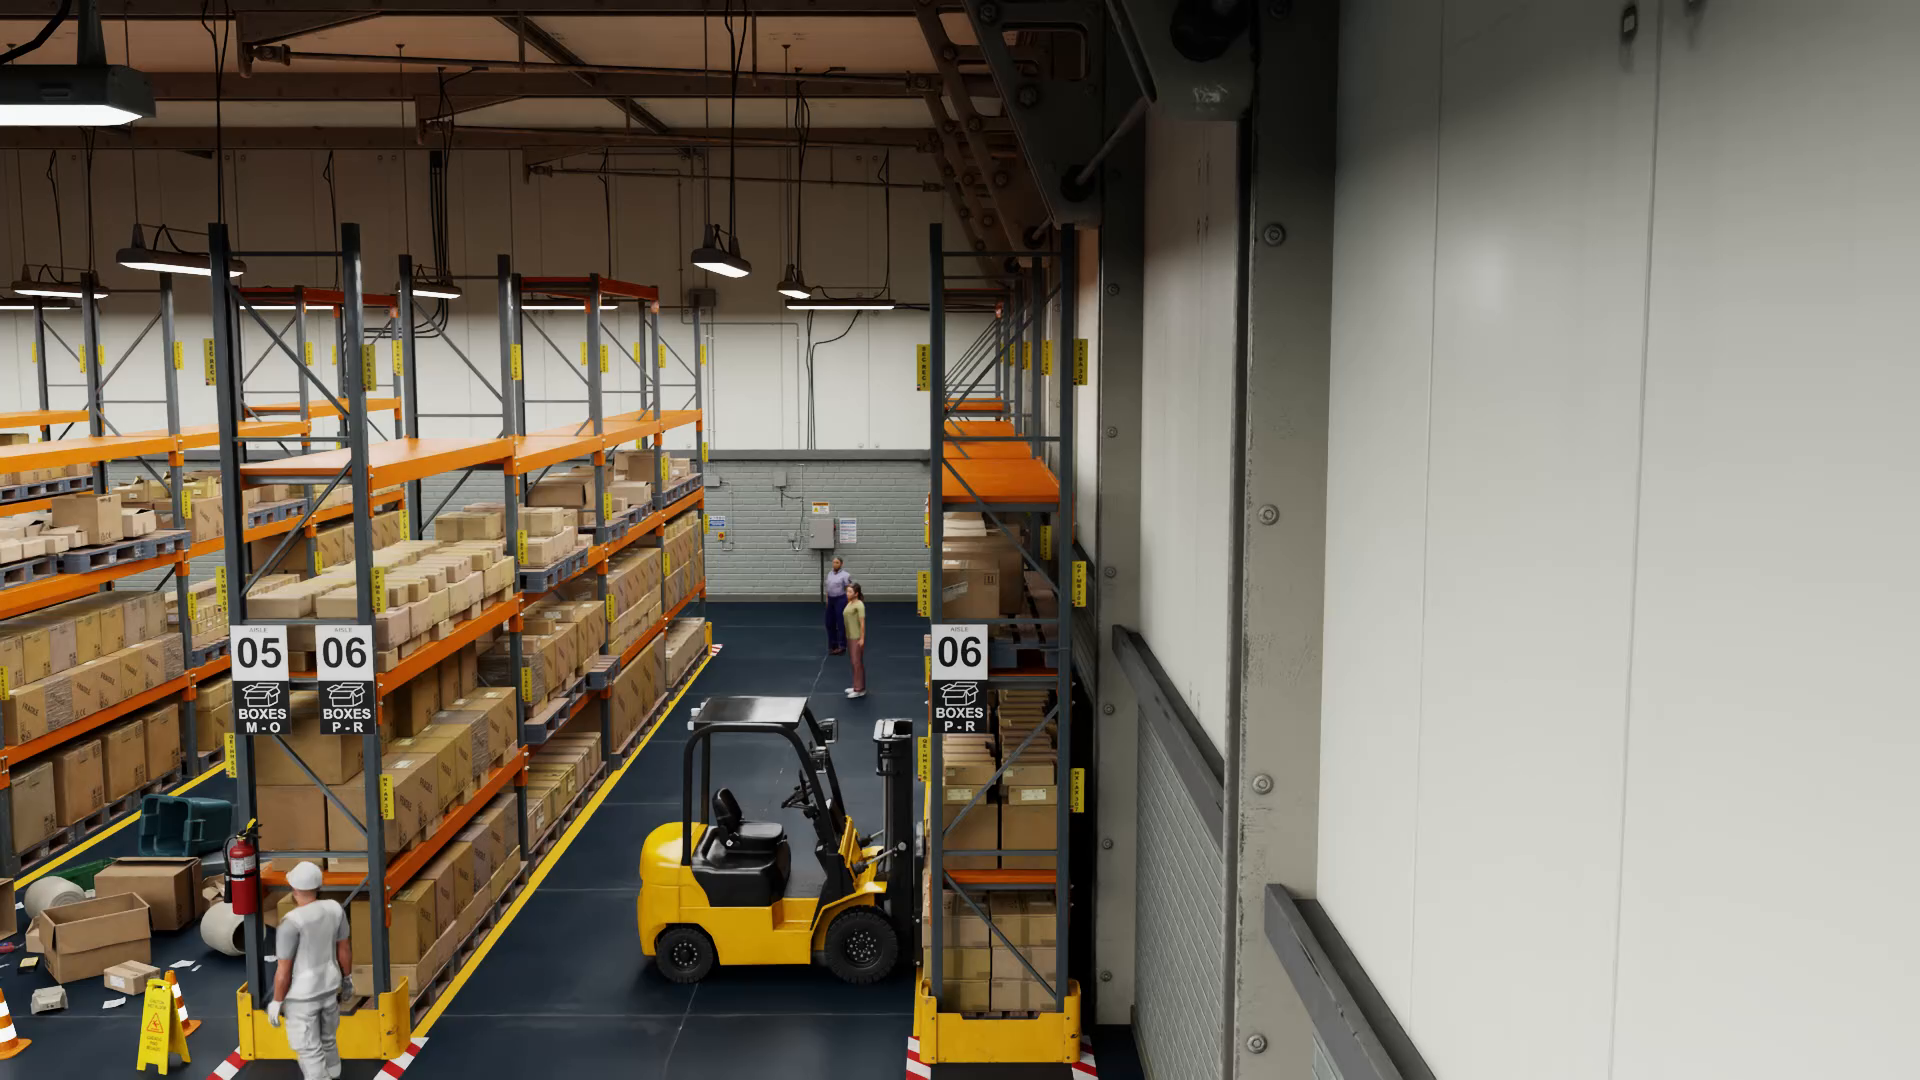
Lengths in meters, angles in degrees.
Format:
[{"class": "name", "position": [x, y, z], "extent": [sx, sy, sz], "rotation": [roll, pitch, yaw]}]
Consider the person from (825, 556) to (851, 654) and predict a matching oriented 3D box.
[{"class": "person", "position": [-2.074, 1.116, 28.027], "extent": [0.368, 1.708, 0.545], "rotation": [-7, 9, -44]}]

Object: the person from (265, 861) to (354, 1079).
[{"class": "person", "position": [-4.330, 2.995, 11.010], "extent": [0.499, 1.802, 0.618], "rotation": [3, 7, 23]}]

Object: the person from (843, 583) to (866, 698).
[{"class": "person", "position": [-1.562, 1.466, 24.580], "extent": [0.351, 1.678, 0.515], "rotation": [-3, 7, -23]}]
